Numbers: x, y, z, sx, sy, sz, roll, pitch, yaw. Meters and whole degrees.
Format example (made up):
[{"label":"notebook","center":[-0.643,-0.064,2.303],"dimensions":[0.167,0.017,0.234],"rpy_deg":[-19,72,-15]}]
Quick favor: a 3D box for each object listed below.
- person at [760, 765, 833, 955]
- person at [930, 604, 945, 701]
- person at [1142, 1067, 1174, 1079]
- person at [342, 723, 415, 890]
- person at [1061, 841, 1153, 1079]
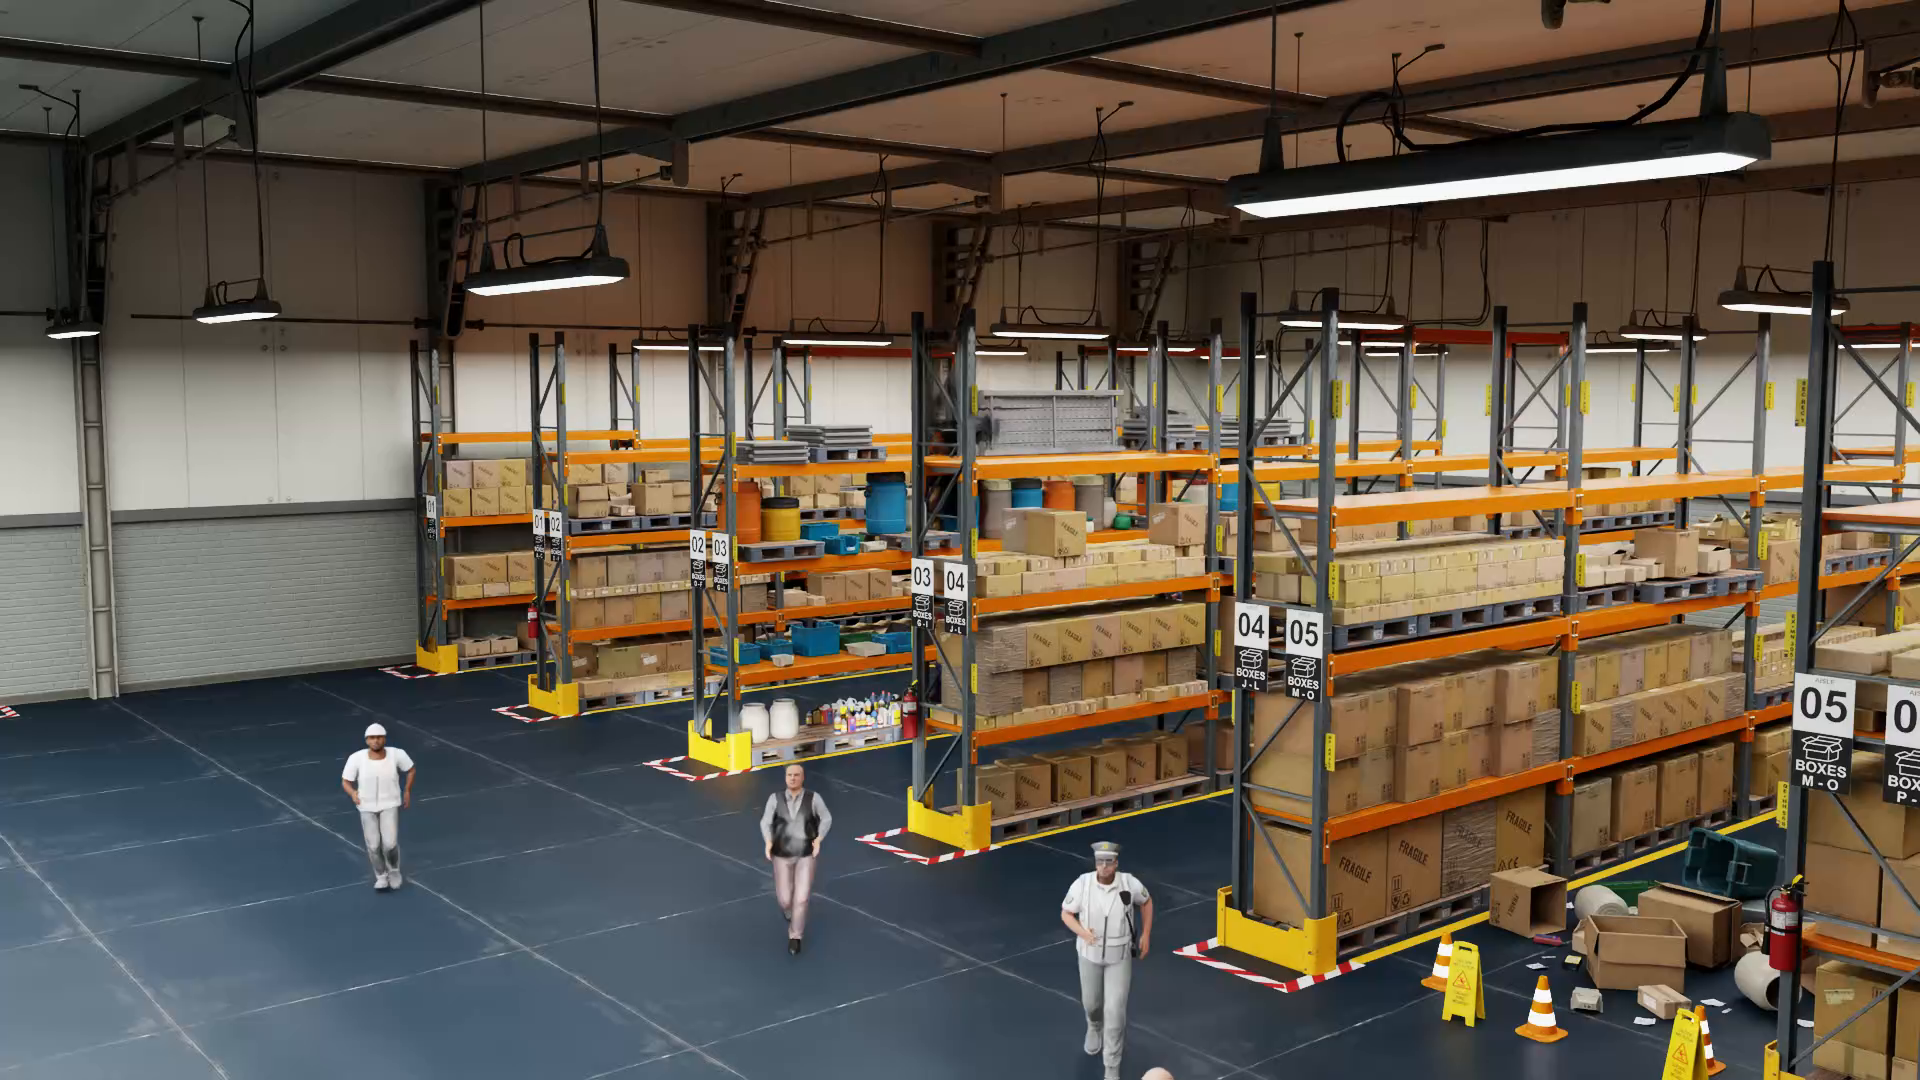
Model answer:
[{"label":"person","center":[-1.519,2.915,15.423],"dimensions":[0.668,1.696,0.712],"rpy_deg":[0,5,-1]},{"label":"person","center":[-0.266,1.782,27.567],"dimensions":[0.606,1.646,0.925],"rpy_deg":[4,7,40]},{"label":"person","center":[0.958,3.526,8.258],"dimensions":[0.671,1.830,0.806],"rpy_deg":[0,5,-1]},{"label":"person","center":[-5.917,2.729,16.912],"dimensions":[0.696,1.737,0.624],"rpy_deg":[-1,5,-13]},{"label":"person","center":[1.100,3.126,12.522],"dimensions":[0.681,1.817,0.870],"rpy_deg":[1,5,9]}]
